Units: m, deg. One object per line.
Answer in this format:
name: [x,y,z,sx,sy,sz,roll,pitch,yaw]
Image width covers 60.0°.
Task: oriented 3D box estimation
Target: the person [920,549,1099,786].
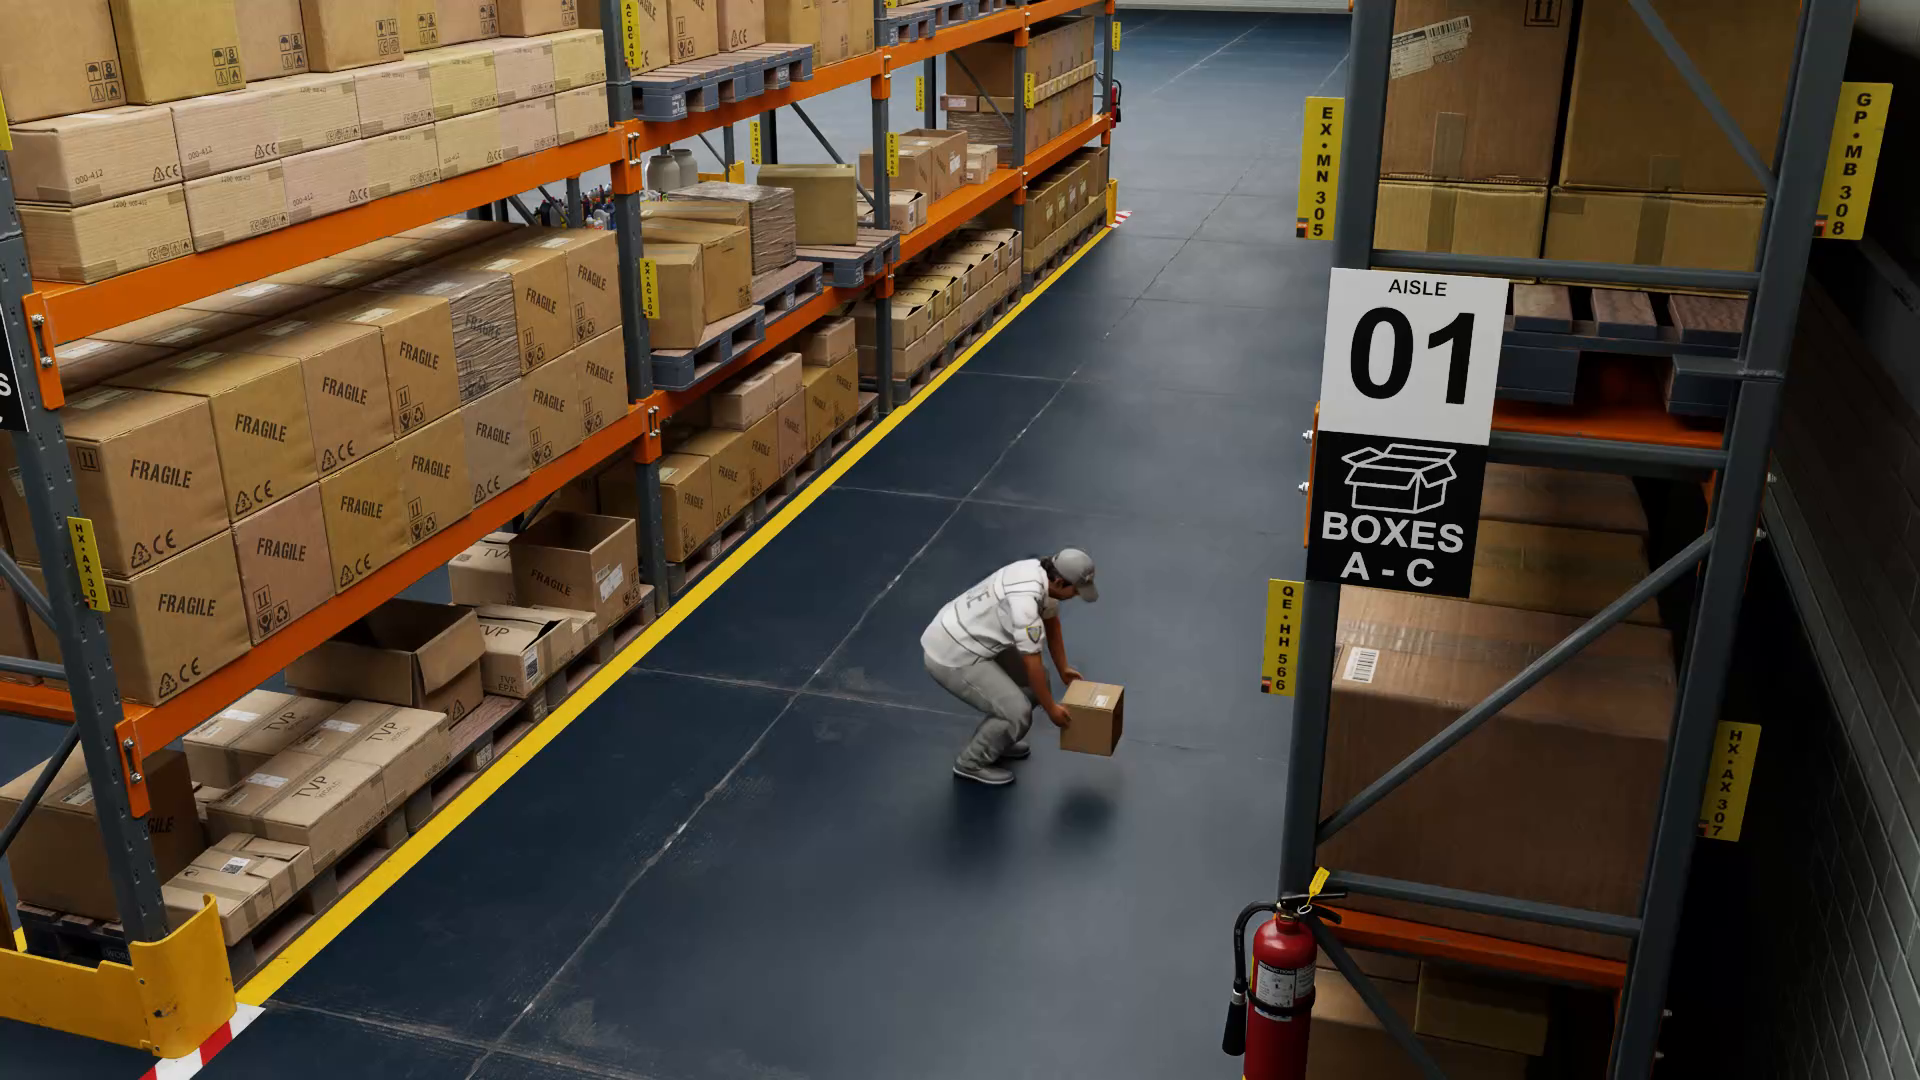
person: [0.239,0.558,7.894,0.817,1.158,0.539,6,23,16]
